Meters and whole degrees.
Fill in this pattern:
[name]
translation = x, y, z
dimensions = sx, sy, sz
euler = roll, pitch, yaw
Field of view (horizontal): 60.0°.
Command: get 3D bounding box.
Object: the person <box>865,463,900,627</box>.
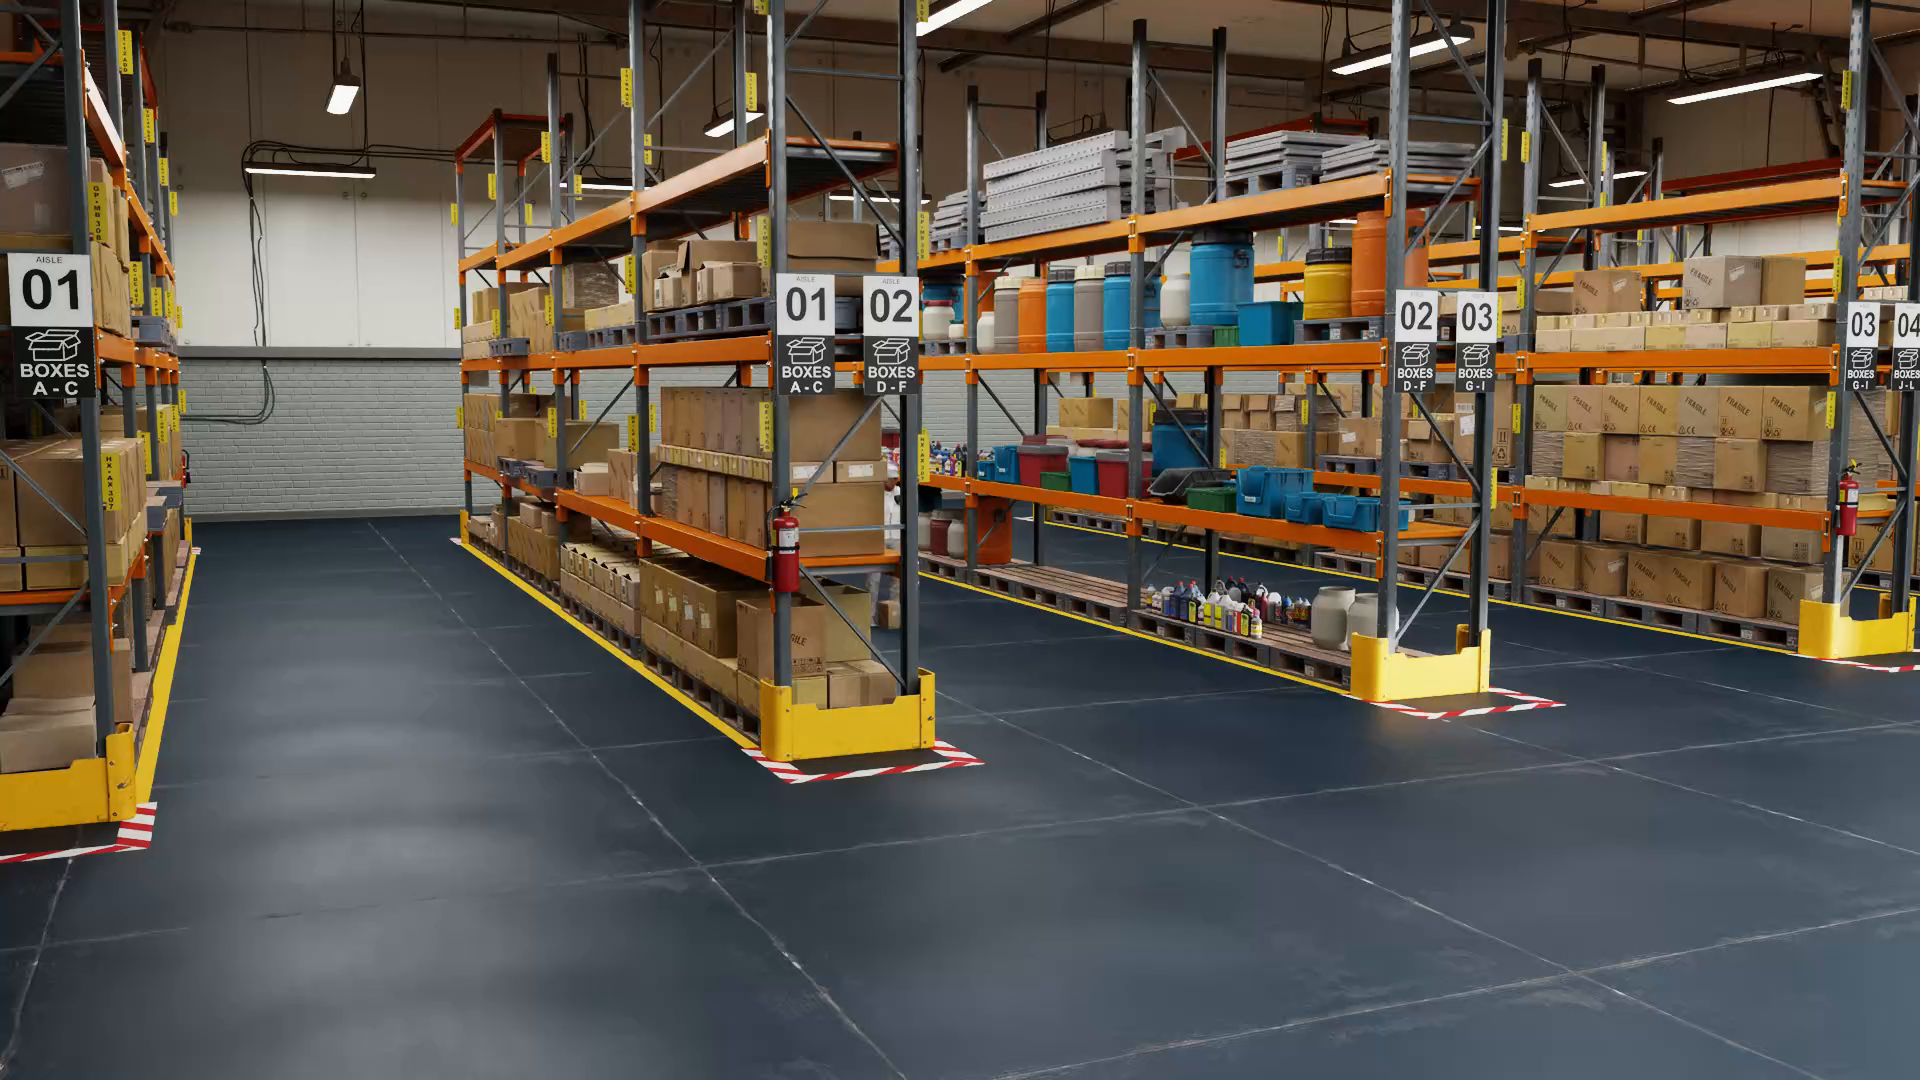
[person]
translation = -0.764, 0.039, 17.071
dimensions = 0.542, 1.665, 0.466
euler = -3, 6, -26
